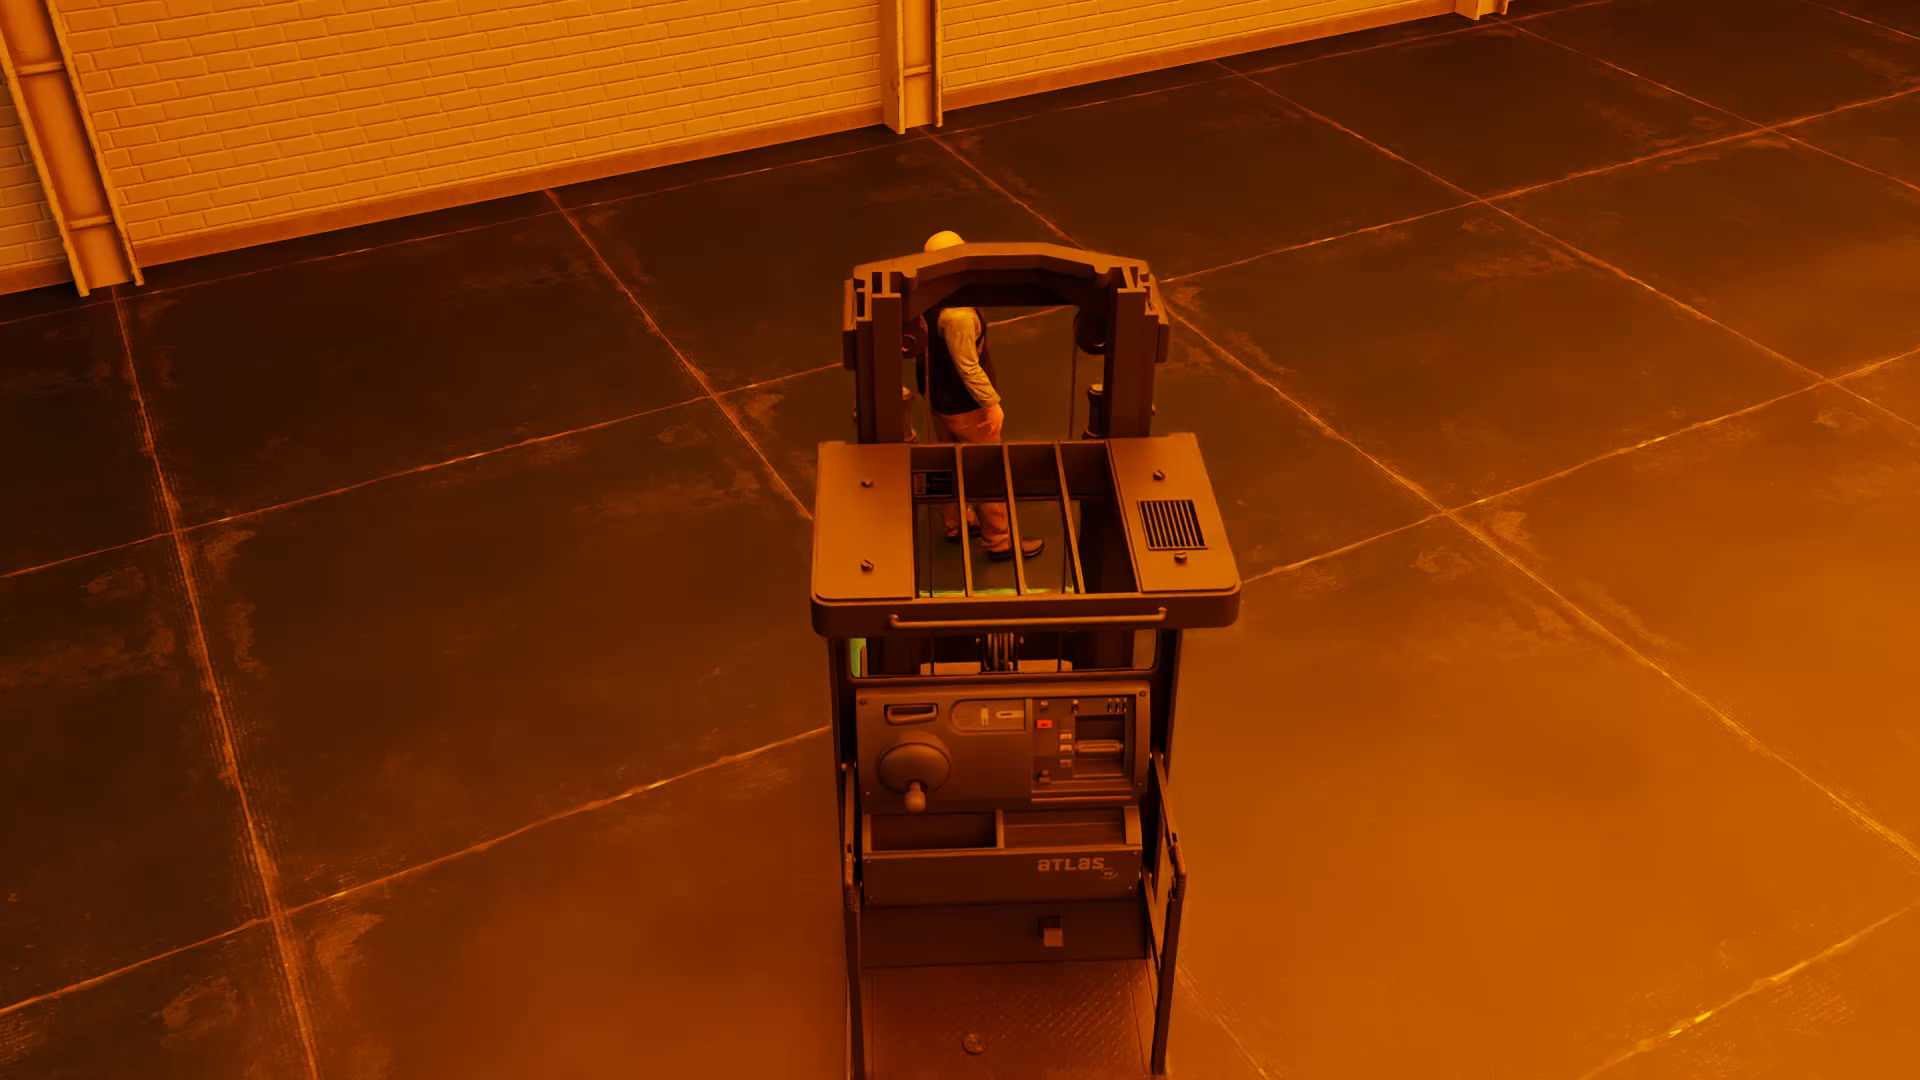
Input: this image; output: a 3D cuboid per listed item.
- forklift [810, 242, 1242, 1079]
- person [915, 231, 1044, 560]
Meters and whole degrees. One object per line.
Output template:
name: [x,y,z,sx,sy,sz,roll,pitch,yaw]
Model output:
forklift: [0.150,0.719,5.105,1.130,2.935,3.031,-1,35,-2]
person: [0.059,-0.722,8.180,0.566,1.722,0.633,-17,39,-23]
